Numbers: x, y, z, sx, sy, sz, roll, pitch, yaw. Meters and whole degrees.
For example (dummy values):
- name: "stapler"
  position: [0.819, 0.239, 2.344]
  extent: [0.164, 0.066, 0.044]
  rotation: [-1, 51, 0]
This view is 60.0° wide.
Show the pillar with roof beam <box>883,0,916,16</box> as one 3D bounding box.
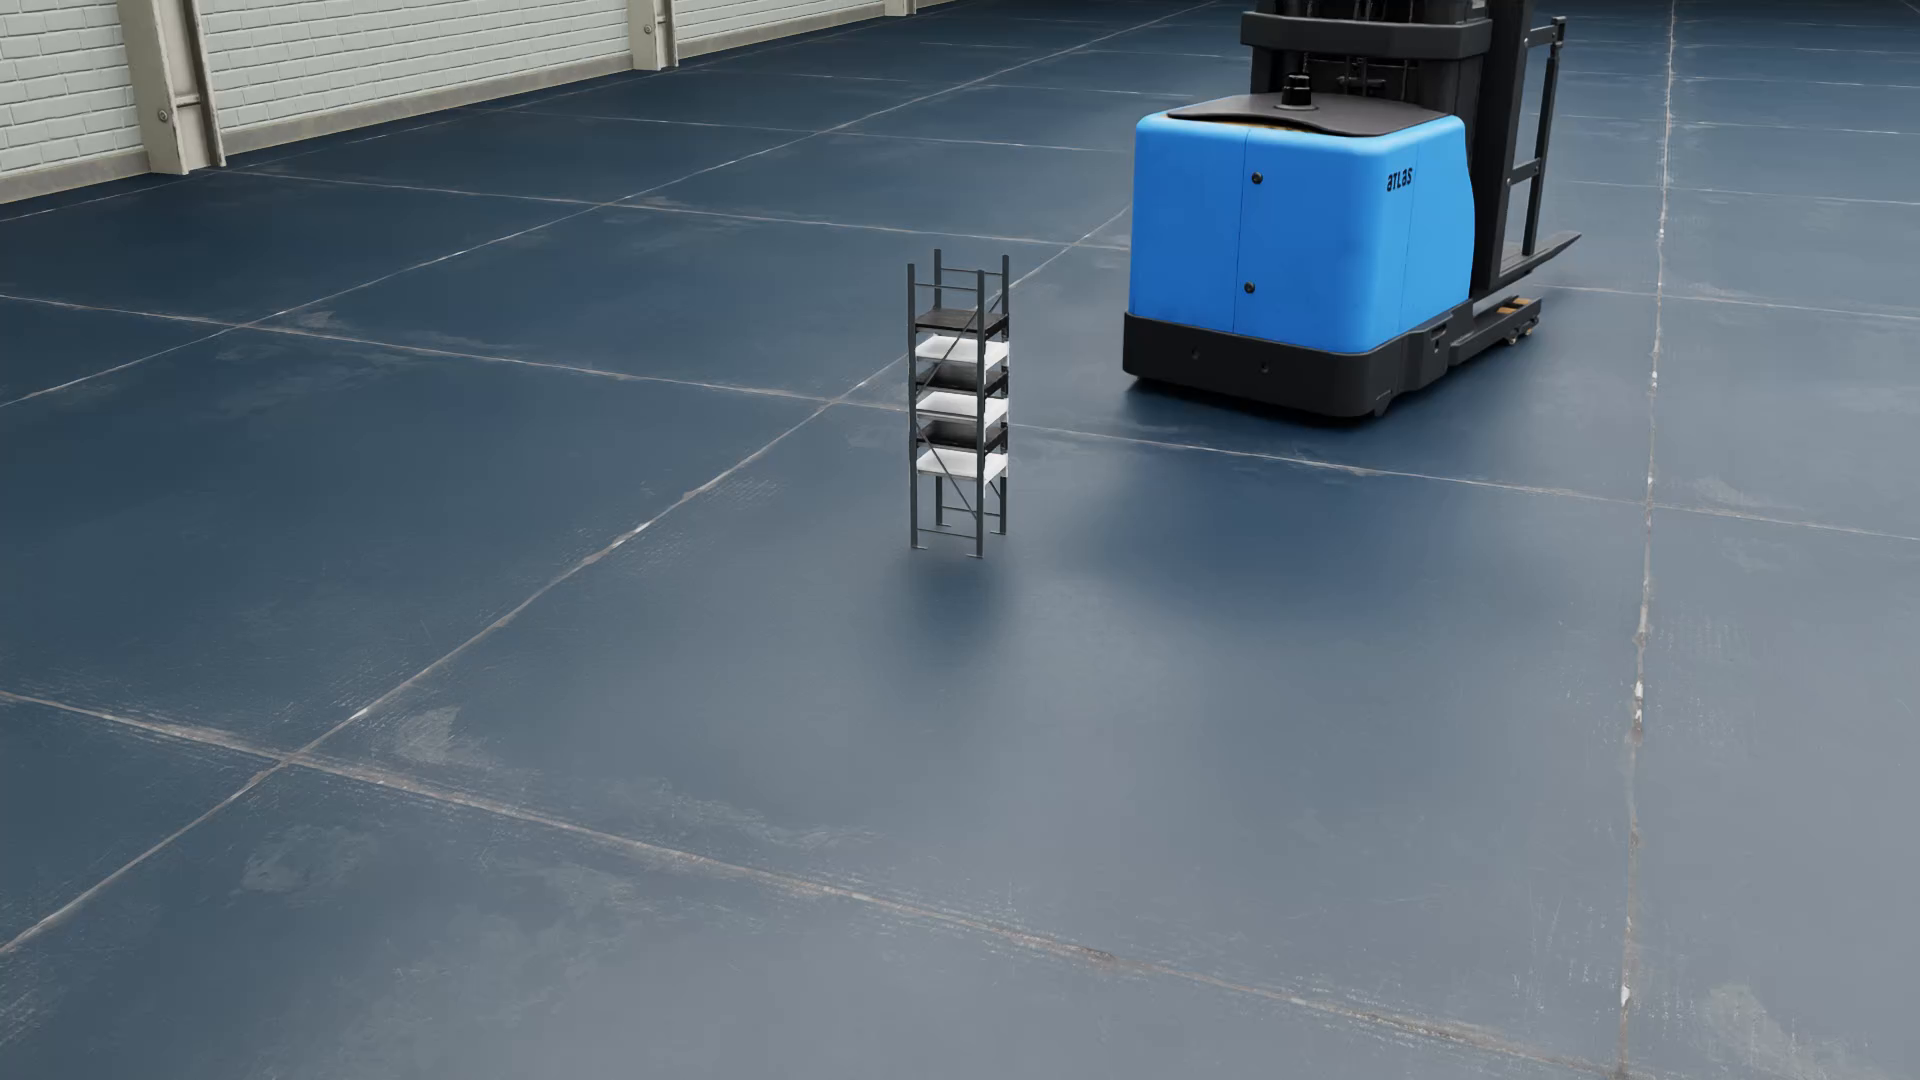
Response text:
- name: "pillar with roof beam"
  position: [3.211, -10.353, 18.361]
  extent: [9.100, 9.000, 0.400]
  rotation: [9, 24, 20]

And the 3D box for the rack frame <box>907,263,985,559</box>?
- name: "rack frame"
  position: [-0.041, -0.376, 4.983]
  extent: [0.240, 0.900, 0.006]
  rotation: [9, 24, 20]

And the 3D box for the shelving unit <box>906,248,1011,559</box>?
- name: "shelving unit"
  position: [-0.003, -0.412, 5.070]
  extent: [0.258, 0.900, 0.210]
  rotation: [9, 24, 20]

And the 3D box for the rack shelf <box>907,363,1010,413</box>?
- name: "rack shelf"
  position: [-0.003, -0.465, 5.048]
  extent: [0.258, 0.077, 0.200]
  rotation: [9, 24, 20]

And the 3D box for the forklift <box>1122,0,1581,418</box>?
- name: "forklift"
  position: [1.947, -2.310, 6.976]
  extent: [1.130, 2.935, 3.031]
  rotation: [16, 28, 34]

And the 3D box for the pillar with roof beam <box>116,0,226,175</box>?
- name: "pillar with roof beam"
  position: [-1.247, -6.059, 8.080]
  extent: [9.100, 9.000, 0.400]
  rotation: [9, 24, 20]

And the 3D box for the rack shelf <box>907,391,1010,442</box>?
- name: "rack shelf"
  position: [-0.003, -0.382, 5.082]
  extent: [0.258, 0.077, 0.200]
  rotation: [9, 24, 20]

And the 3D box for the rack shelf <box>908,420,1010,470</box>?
- name: "rack shelf"
  position: [-0.003, -0.299, 5.117]
  extent: [0.258, 0.077, 0.200]
  rotation: [9, 24, 20]

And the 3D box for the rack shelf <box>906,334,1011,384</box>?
- name: "rack shelf"
  position: [-0.003, -0.548, 5.013]
  extent: [0.258, 0.077, 0.200]
  rotation: [9, 24, 20]

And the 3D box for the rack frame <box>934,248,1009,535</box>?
- name: "rack frame"
  position: [0.035, -0.449, 5.157]
  extent: [0.240, 0.900, 0.006]
  rotation: [9, 24, 20]

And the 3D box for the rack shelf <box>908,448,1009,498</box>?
- name: "rack shelf"
  position: [-0.003, -0.215, 5.152]
  extent: [0.258, 0.077, 0.200]
  rotation: [9, 24, 20]

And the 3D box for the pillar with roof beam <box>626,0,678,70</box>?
- name: "pillar with roof beam"
  position: [0.982, -8.206, 13.221]
  extent: [9.100, 9.000, 0.400]
  rotation: [9, 24, 20]

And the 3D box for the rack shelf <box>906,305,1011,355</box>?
- name: "rack shelf"
  position: [-0.003, -0.631, 4.978]
  extent: [0.258, 0.077, 0.200]
  rotation: [9, 24, 20]
